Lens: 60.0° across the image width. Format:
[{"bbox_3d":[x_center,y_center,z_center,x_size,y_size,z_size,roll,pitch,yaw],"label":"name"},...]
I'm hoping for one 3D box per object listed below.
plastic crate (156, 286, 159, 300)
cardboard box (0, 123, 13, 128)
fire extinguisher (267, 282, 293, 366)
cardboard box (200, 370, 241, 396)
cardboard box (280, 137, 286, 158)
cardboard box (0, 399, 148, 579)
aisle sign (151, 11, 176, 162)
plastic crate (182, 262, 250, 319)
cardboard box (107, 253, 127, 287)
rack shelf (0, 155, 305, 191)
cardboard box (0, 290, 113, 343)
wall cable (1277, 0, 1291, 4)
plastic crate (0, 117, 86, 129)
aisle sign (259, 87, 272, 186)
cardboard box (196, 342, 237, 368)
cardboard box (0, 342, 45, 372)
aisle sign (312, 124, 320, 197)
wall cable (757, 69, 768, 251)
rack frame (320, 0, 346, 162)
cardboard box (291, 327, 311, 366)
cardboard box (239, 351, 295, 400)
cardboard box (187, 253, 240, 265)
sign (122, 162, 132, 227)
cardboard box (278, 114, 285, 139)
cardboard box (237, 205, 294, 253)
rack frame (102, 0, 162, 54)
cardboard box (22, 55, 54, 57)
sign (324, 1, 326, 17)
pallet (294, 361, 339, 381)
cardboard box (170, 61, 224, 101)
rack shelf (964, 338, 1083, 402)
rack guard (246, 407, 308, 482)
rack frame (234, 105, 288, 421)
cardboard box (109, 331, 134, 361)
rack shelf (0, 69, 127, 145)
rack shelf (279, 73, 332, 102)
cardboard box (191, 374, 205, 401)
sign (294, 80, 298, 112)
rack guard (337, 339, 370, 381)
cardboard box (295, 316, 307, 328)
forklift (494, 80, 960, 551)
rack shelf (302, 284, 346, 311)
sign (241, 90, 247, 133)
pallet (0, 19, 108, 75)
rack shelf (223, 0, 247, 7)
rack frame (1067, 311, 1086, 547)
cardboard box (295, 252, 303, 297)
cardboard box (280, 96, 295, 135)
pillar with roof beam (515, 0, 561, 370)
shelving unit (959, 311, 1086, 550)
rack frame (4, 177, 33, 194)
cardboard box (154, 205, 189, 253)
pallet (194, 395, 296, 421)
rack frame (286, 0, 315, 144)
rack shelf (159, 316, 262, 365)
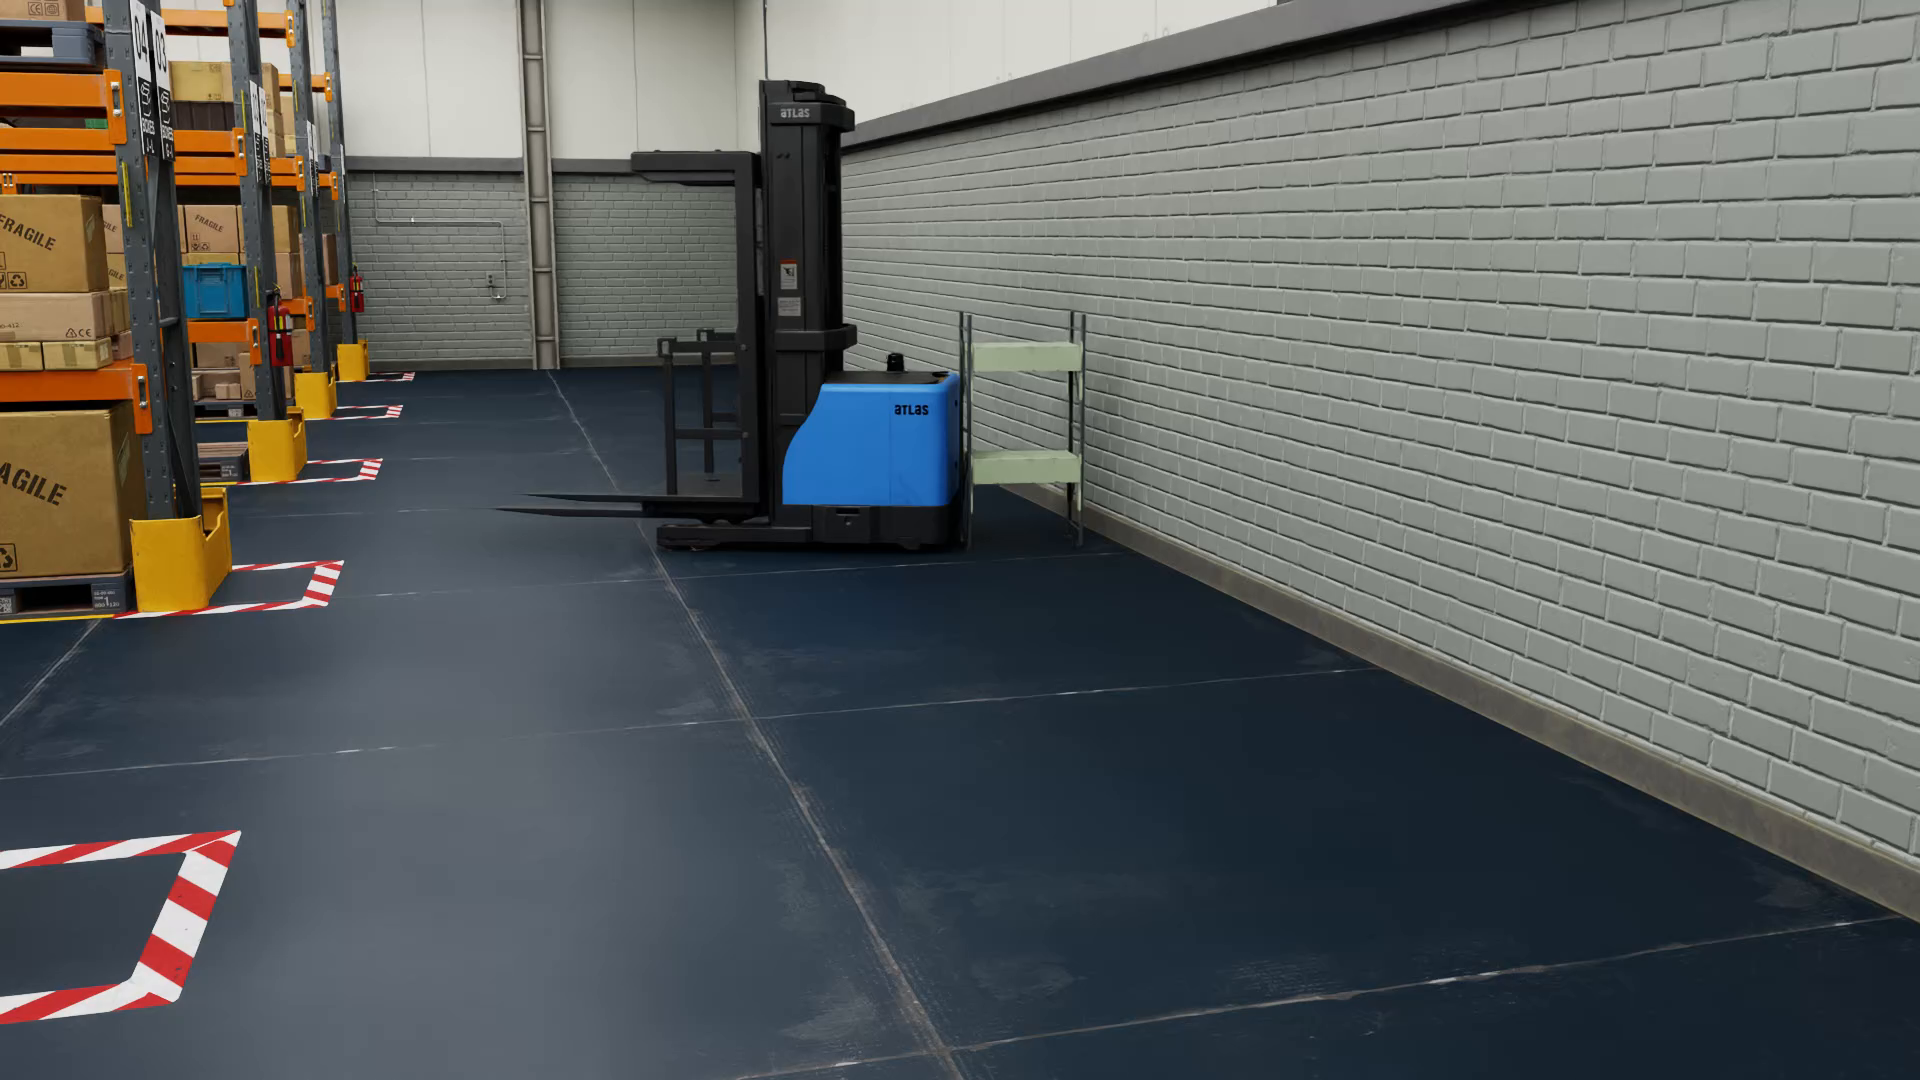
[{"bbox_3d":[-6.783,-2.010,13.979,0.300,0.233,0.416,-3,11,-16],"label":"plastic crate"},{"bbox_3d":[-10.028,-4.365,17.221,0.500,0.250,0.500,-3,11,-16],"label":"cardboard box"},{"bbox_3d":[-5.550,-1.759,13.560,0.183,0.674,0.296,-3,11,-16],"label":"fire extinguisher"},{"bbox_3d":[-8.284,-1.774,18.775,0.500,0.250,0.500,-3,11,-16],"label":"cardboard box"},{"bbox_3d":[-7.767,-4.333,18.426,0.500,0.250,0.500,-3,11,-16],"label":"cardboard box"},{"bbox_3d":[-5.030,-0.306,9.133,0.875,0.875,0.875,-3,11,-16],"label":"cardboard box"},{"bbox_3d":[-4.452,-2.525,9.297,0.004,0.787,0.394,-3,11,-16],"label":"aisle sign"},{"bbox_3d":[-6.091,-2.049,13.630,0.499,0.435,0.616,-3,11,-16],"label":"plastic crate"},{"bbox_3d":[-9.019,-2.816,17.780,0.500,0.500,0.500,-3,11,-17],"label":"cardboard box"},{"bbox_3d":[-9.123,-3.933,17.829,4.000,0.370,1.077,-3,11,-16],"label":"rack shelf"},{"bbox_3d":[-4.829,-1.193,8.833,0.500,0.250,0.500,-3,11,-17],"label":"cardboard box"},{"bbox_3d":[1.955,-5.410,6.695,0.120,5.999,2.277,-3,11,-16],"label":"wall cable"},{"bbox_3d":[-7.366,-3.467,13.480,0.767,0.338,0.504,-3,11,-16],"label":"plastic crate"},{"bbox_3d":[-5.836,-3.386,13.972,0.004,0.787,0.394,-3,11,-16],"label":"aisle sign"},{"bbox_3d":[-10.198,-2.647,22.887,0.500,0.500,0.700,-3,11,-18],"label":"cardboard box"},{"bbox_3d":[-4.937,-0.979,8.771,0.250,0.149,0.380,-3,11,-15],"label":"cardboard box"},{"bbox_3d":[-7.220,-4.246,18.646,0.004,0.787,0.394,-3,11,-16],"label":"aisle sign"},{"bbox_3d":[-3.061,-5.421,24.217,0.112,2.526,3.097,-3,11,-16],"label":"wall cable"},{"bbox_3d":[-8.591,-6.724,22.719,0.127,3.000,1.000,-3,11,-16],"label":"rack frame"},{"bbox_3d":[-9.235,-2.698,23.163,0.500,0.500,0.700,-3,11,-16],"label":"cardboard box"},{"bbox_3d":[-7.656,-1.830,18.390,0.500,0.500,0.500,-3,11,-16],"label":"cardboard box"},{"bbox_3d":[-8.054,-2.865,18.050,0.500,0.500,0.500,-3,11,-15],"label":"cardboard box"},{"bbox_3d":[-4.299,-1.782,8.587,0.005,0.325,0.100,-3,11,-16],"label":"sign"},{"bbox_3d":[-7.769,-4.580,18.386,0.500,0.250,0.500,-3,11,-16],"label":"cardboard box"},{"bbox_3d":[-7.553,-3.384,18.104,0.500,0.500,0.500,-3,11,-16],"label":"cardboard box"},{"bbox_3d":[-4.438,-4.141,8.687,0.127,3.000,1.000,-3,11,-16],"label":"rack frame"},{"bbox_3d":[-9.589,-4.785,17.431,0.500,0.500,0.700,-3,11,-16],"label":"cardboard box"},{"bbox_3d":[-8.453,-7.128,22.111,0.005,0.325,0.100,-3,11,-16],"label":"sign"},{"bbox_3d":[-9.337,-2.348,23.221,1.213,0.211,1.003,-3,11,-16],"label":"pallet"},{"bbox_3d":[-8.195,-4.890,18.000,0.500,0.500,0.700,-3,11,-16],"label":"cardboard box"},{"bbox_3d":[0.398,-1.104,10.743,0.720,0.370,0.431,-1,11,-8],"label":"rack shelf"},{"bbox_3d":[-5.803,-0.826,14.152,0.348,0.500,1.175,-3,11,-16],"label":"rack guard"},{"bbox_3d":[-5.822,-2.052,13.907,0.127,3.000,1.000,-3,11,-16],"label":"rack frame"},{"bbox_3d":[-4.871,-1.107,9.467,0.250,0.149,0.380,-3,11,-15],"label":"cardboard box"},{"bbox_3d":[-6.358,-2.211,8.474,4.000,0.370,1.077,-3,11,-16],"label":"rack shelf"},{"bbox_3d":[-10.511,-6.073,22.270,4.000,0.370,1.077,-3,11,-16],"label":"rack shelf"},{"bbox_3d":[-8.577,-1.664,18.179,0.500,0.250,0.500,-3,11,-16],"label":"cardboard box"},{"bbox_3d":[-7.067,-4.726,17.704,0.005,0.325,0.100,-3,11,-16],"label":"sign"},{"bbox_3d":[-8.568,-2.546,23.495,0.348,0.500,1.175,-3,11,-16],"label":"rack guard"},{"bbox_3d":[-9.171,-3.058,23.328,0.250,0.149,0.380,-3,11,-16],"label":"cardboard box"},{"bbox_3d":[-1.531,-1.464,10.902,3.031,2.935,1.130,1,10,5],"label":"forklift"},{"bbox_3d":[-10.511,-3.319,22.777,4.000,0.370,1.077,-3,11,-16],"label":"rack shelf"},{"bbox_3d":[-5.653,-3.381,13.130,0.005,0.325,0.100,-3,11,-16],"label":"sign"},{"bbox_3d":[-5.147,-2.583,8.752,1.213,0.211,1.003,-3,11,-16],"label":"pallet"},{"bbox_3d":[-7.742,-4.350,12.915,4.000,0.370,1.077,-3,11,-16],"label":"rack shelf"},{"bbox_3d":[0.760,-0.729,10.864,0.023,1.500,0.400,-1,11,-8],"label":"rack frame"},{"bbox_3d":[-7.703,-2.986,18.703,0.500,0.500,0.500,-3,11,-15],"label":"cardboard box"},{"bbox_3d":[-9.218,-5.715,22.430,0.500,0.500,0.500,-3,11,-16],"label":"cardboard box"},{"bbox_3d":[-5.037,-6.263,20.212,0.400,9.000,9.100,-3,11,-16],"label":"pillar with roof beam"},{"bbox_3d":[0.398,-0.720,10.814,0.755,1.500,0.431,-1,11,-8],"label":"shelving unit"},{"bbox_3d":[-12.432,-3.572,22.162,0.127,3.000,1.000,-3,11,-16],"label":"rack frame"},{"bbox_3d":[-8.535,-3.331,17.817,0.500,0.500,0.500,-3,11,-14],"label":"cardboard box"},{"bbox_3d":[-8.041,-1.497,18.597,1.213,0.211,1.003,-3,11,-16],"label":"pallet"},{"bbox_3d":[-7.203,-5.863,18.042,0.127,3.000,1.000,-3,11,-16],"label":"rack frame"},{"bbox_3d":[-7.742,-1.597,13.422,4.000,0.370,1.077,-3,11,-16],"label":"rack shelf"}]
